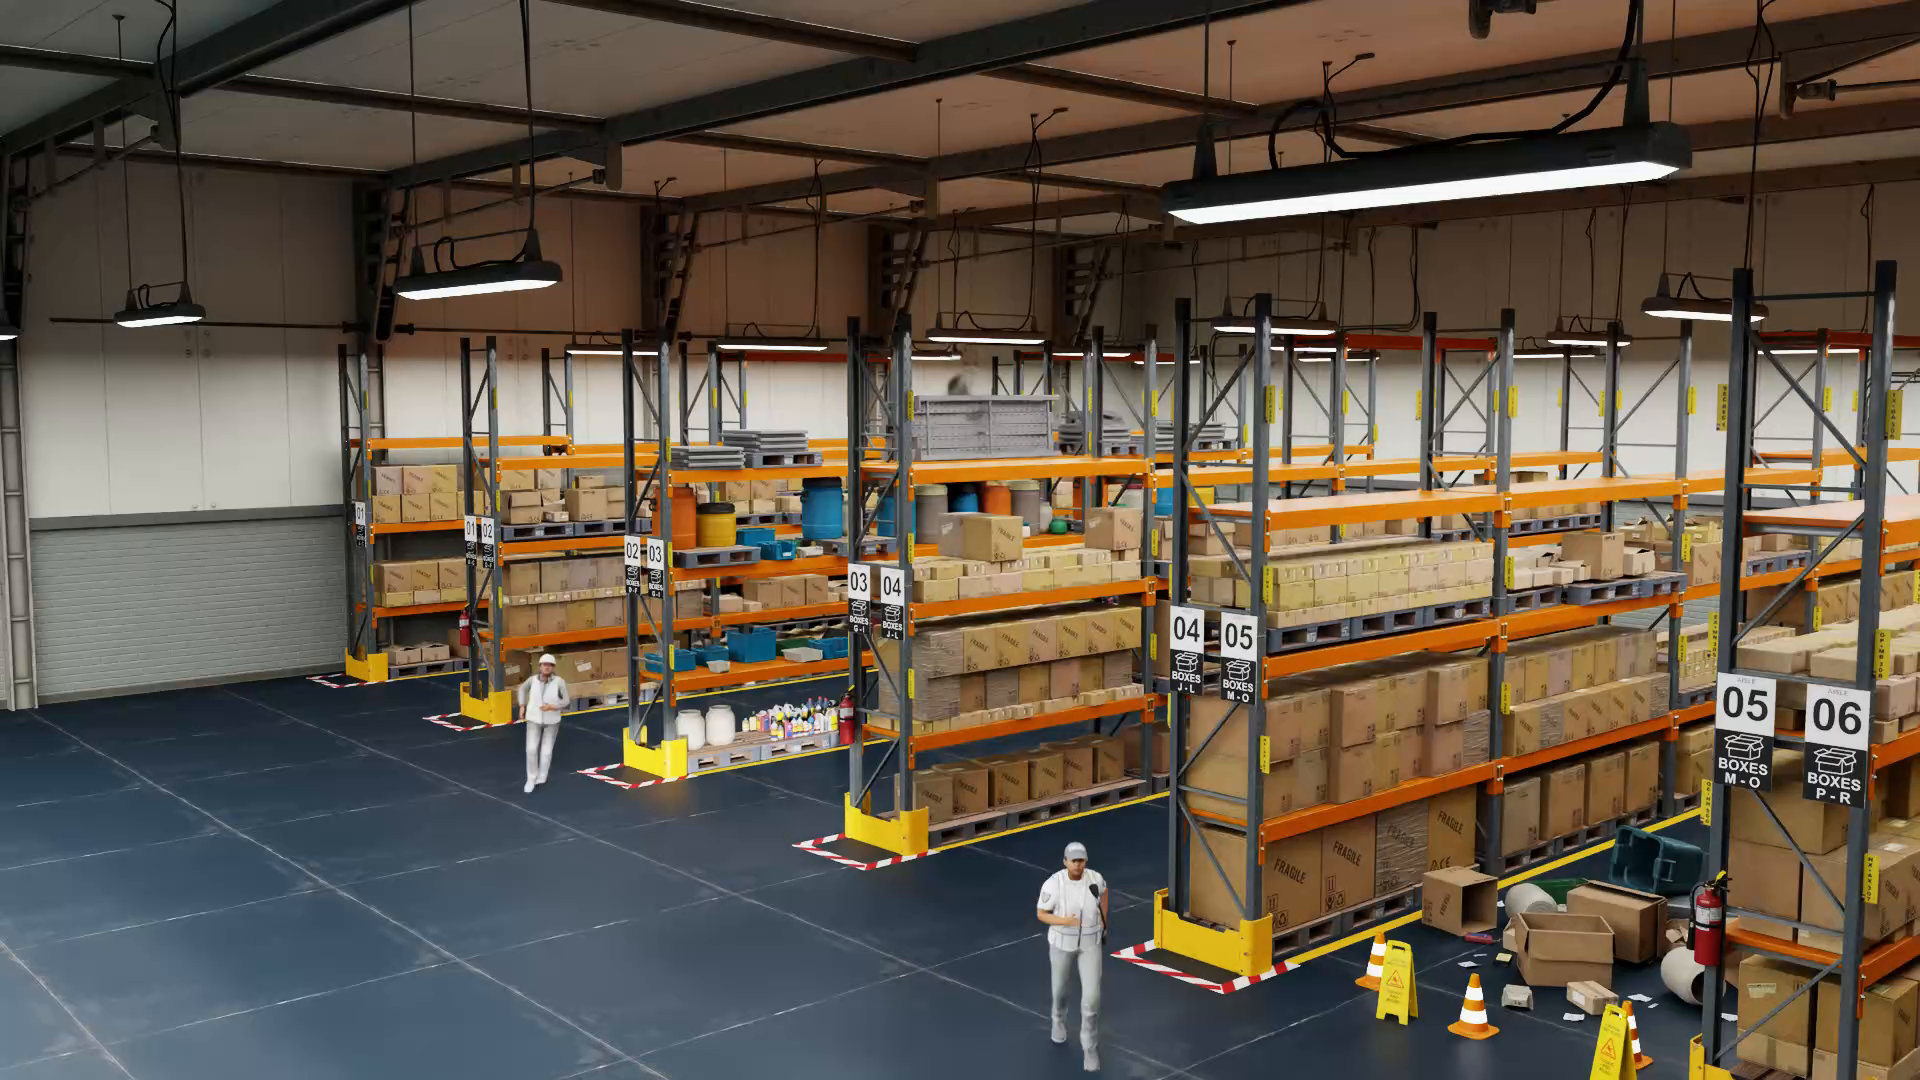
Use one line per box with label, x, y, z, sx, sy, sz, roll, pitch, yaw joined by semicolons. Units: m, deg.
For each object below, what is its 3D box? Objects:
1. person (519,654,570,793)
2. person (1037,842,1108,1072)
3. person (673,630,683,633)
person;-5.396;2.367;21.608;0.651;1.793;0.678;-1;5;-13
person;0.879;3.184;12.914;0.595;1.738;0.795;0;5;-4
person;-5.143;1.604;30.705;0.566;1.630;0.557;5;7;42
